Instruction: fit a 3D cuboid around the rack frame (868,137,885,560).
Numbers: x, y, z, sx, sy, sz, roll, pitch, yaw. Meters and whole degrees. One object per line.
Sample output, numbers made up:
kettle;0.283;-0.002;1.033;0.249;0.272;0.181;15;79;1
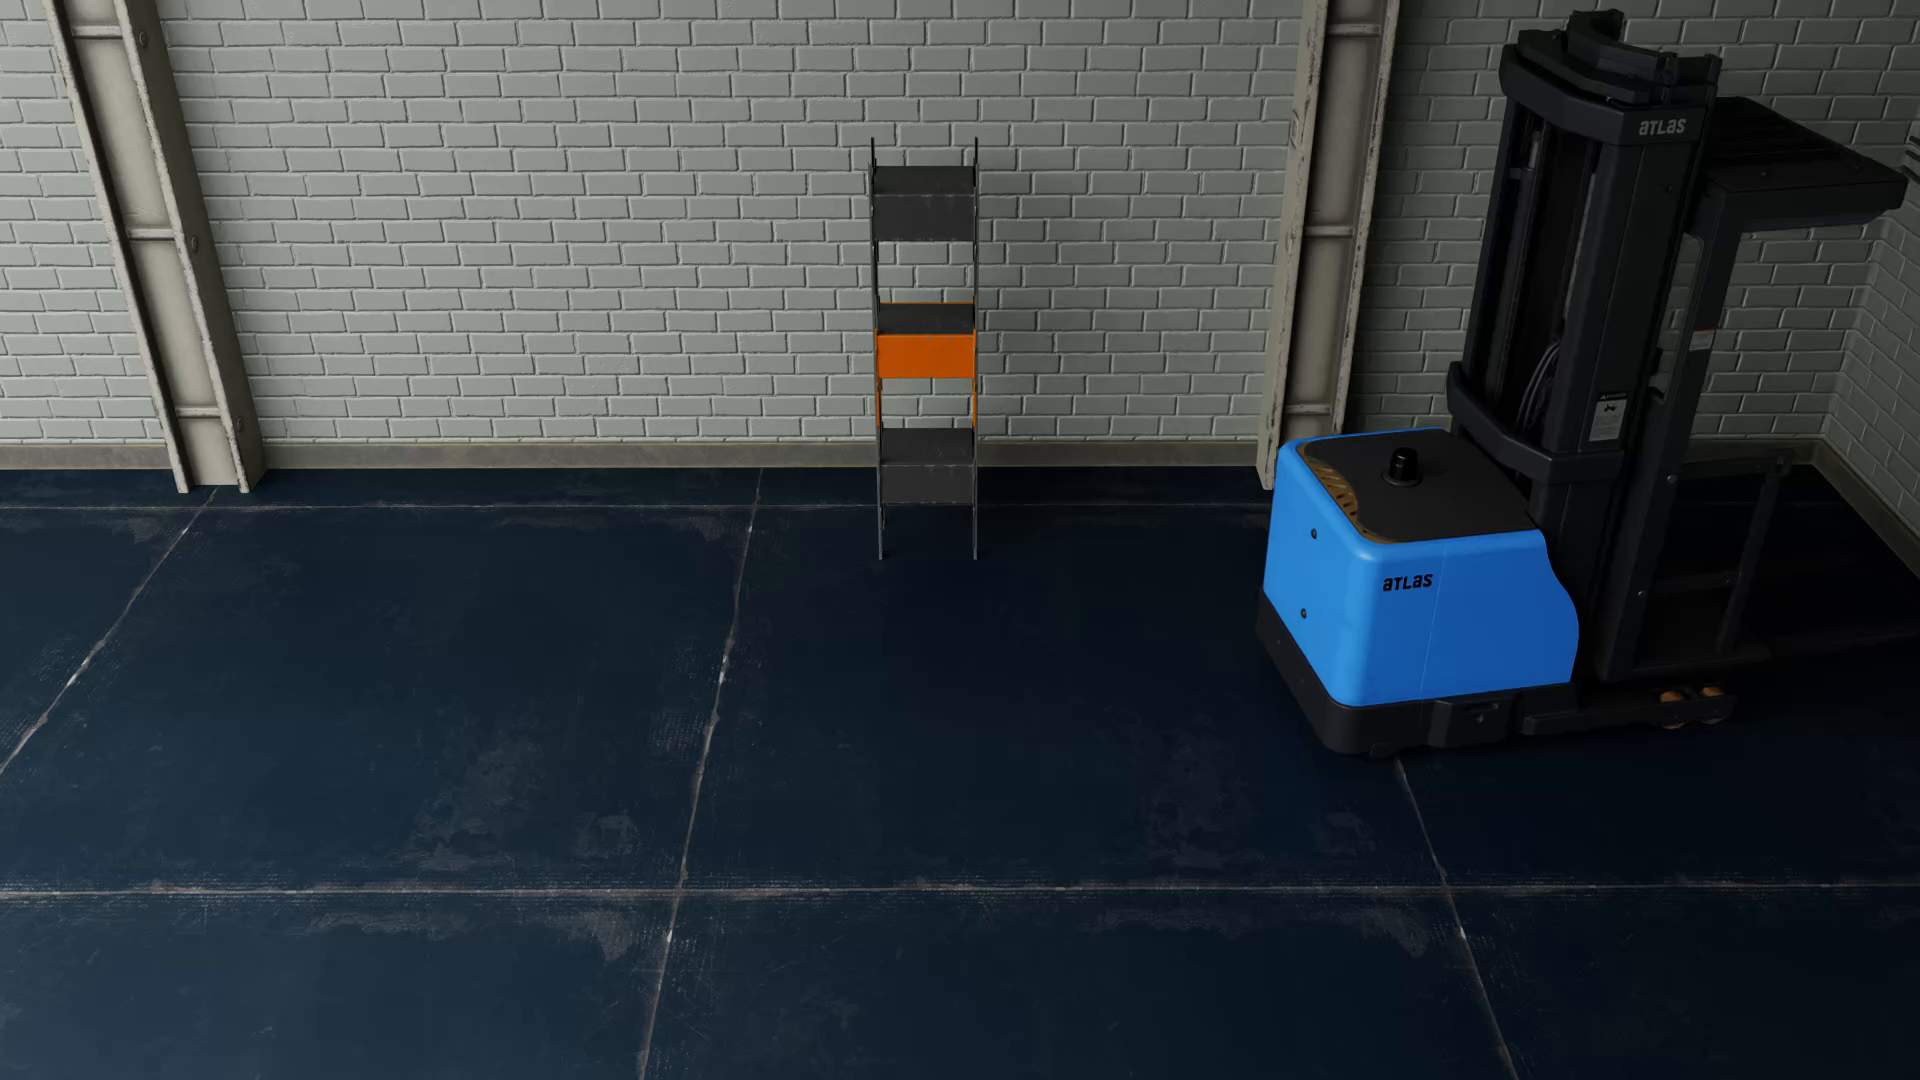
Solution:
rack frame;-0.410;-0.896;8.203;0.015;2.100;0.400;0;31;0

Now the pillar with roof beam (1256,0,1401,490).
pillar with roof beam;1.907;-1.974;3.329;0.400;9.000;9.100;0;31;0

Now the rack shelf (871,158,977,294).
rack shelf;-0.166;-1.484;7.848;0.480;0.518;0.431;0;31;0

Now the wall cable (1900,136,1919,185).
wall cable;4.835;-2.203;6.700;0.112;2.526;3.097;0;31;0

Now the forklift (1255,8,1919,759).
forklift;2.971;-0.681;7.046;3.031;2.935;1.130;-6;32;-9

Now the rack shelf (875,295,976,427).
rack shelf;-0.166;-0.885;8.212;0.480;0.518;0.431;0;31;0

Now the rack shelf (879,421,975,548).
rack shelf;-0.166;-0.287;8.575;0.480;0.518;0.431;0;31;0

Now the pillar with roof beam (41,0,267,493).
pillar with roof beam;-4.093;-1.956;3.298;0.400;9.000;9.100;0;31;0

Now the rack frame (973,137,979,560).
rack frame;0.078;-0.898;8.206;0.015;2.100;0.400;0;31;0

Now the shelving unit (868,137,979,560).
shelving unit;-0.166;-0.897;8.204;0.503;2.100;0.431;0;31;0
